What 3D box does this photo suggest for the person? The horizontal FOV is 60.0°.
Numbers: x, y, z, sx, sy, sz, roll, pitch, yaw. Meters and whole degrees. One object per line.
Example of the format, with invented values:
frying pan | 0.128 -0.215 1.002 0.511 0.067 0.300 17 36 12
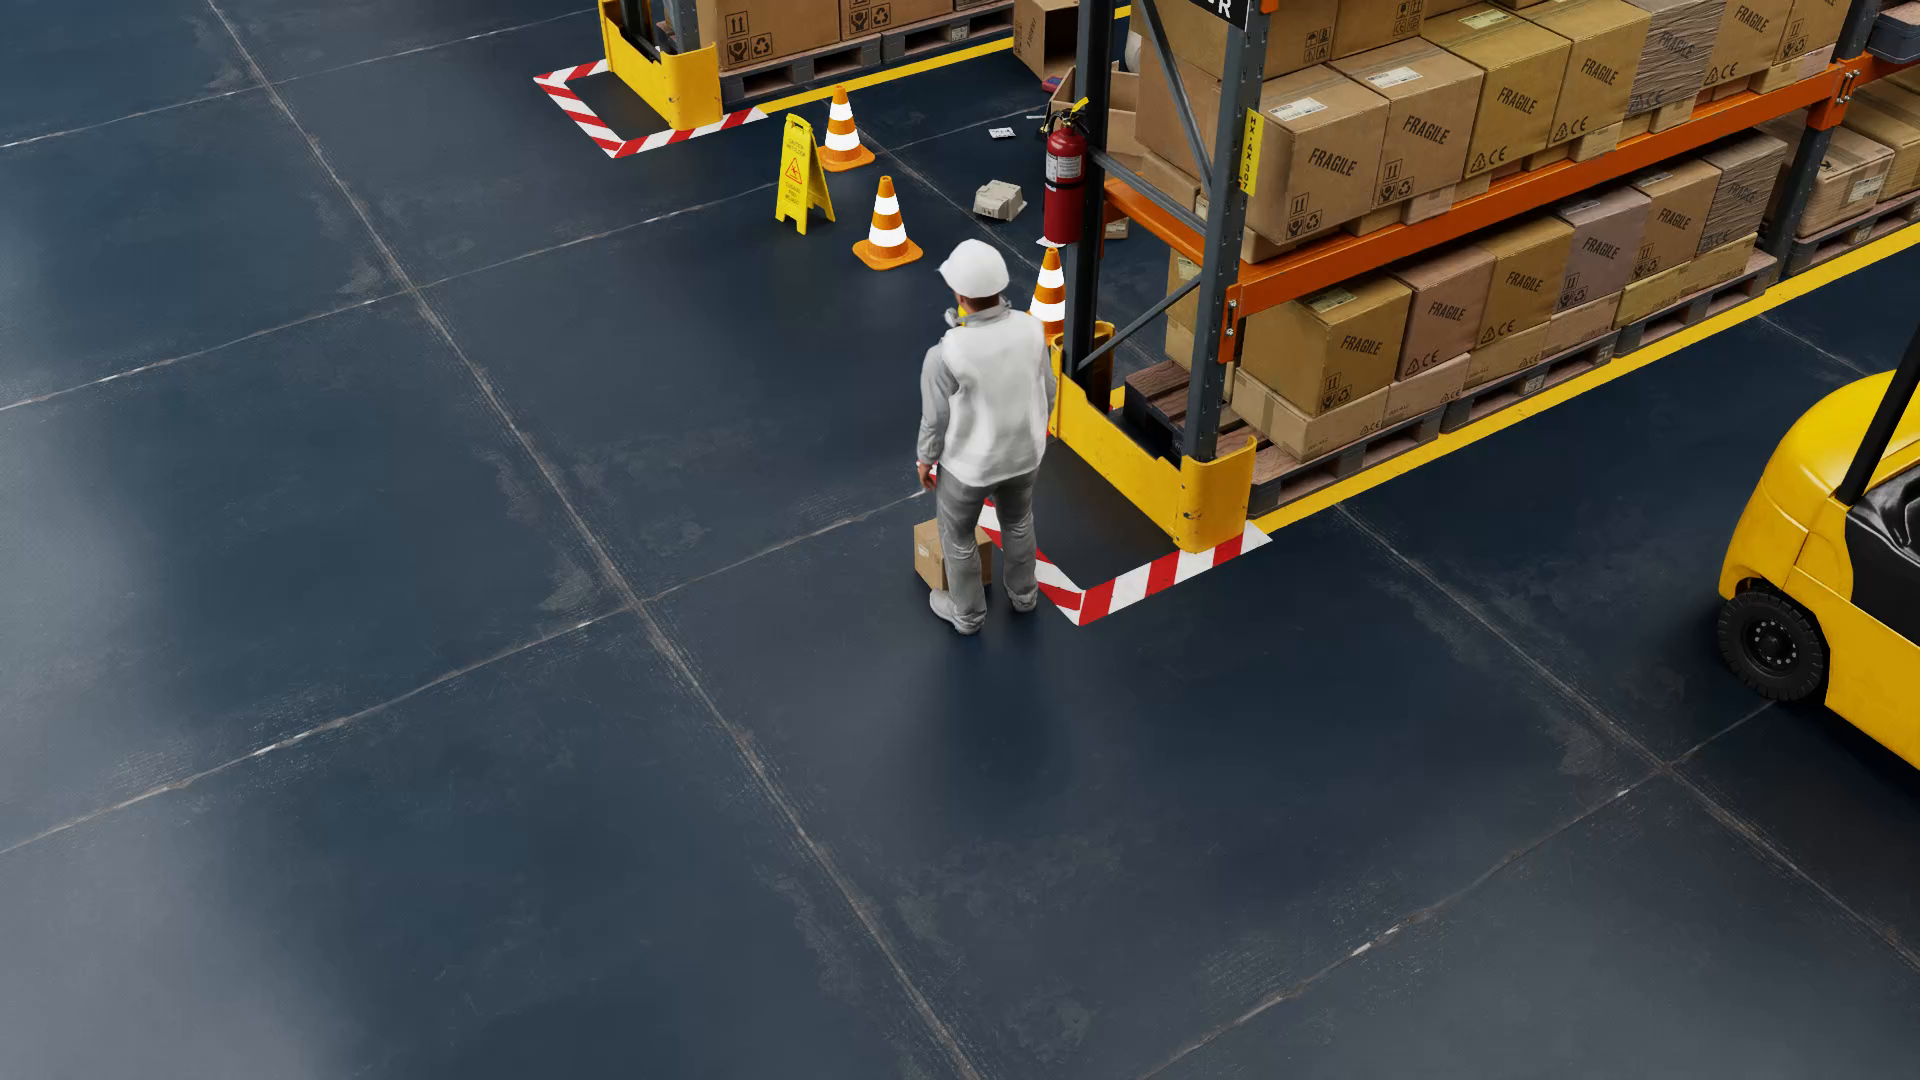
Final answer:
person | 0.102 -0.370 6.570 0.581 1.772 0.460 -18 44 -20
